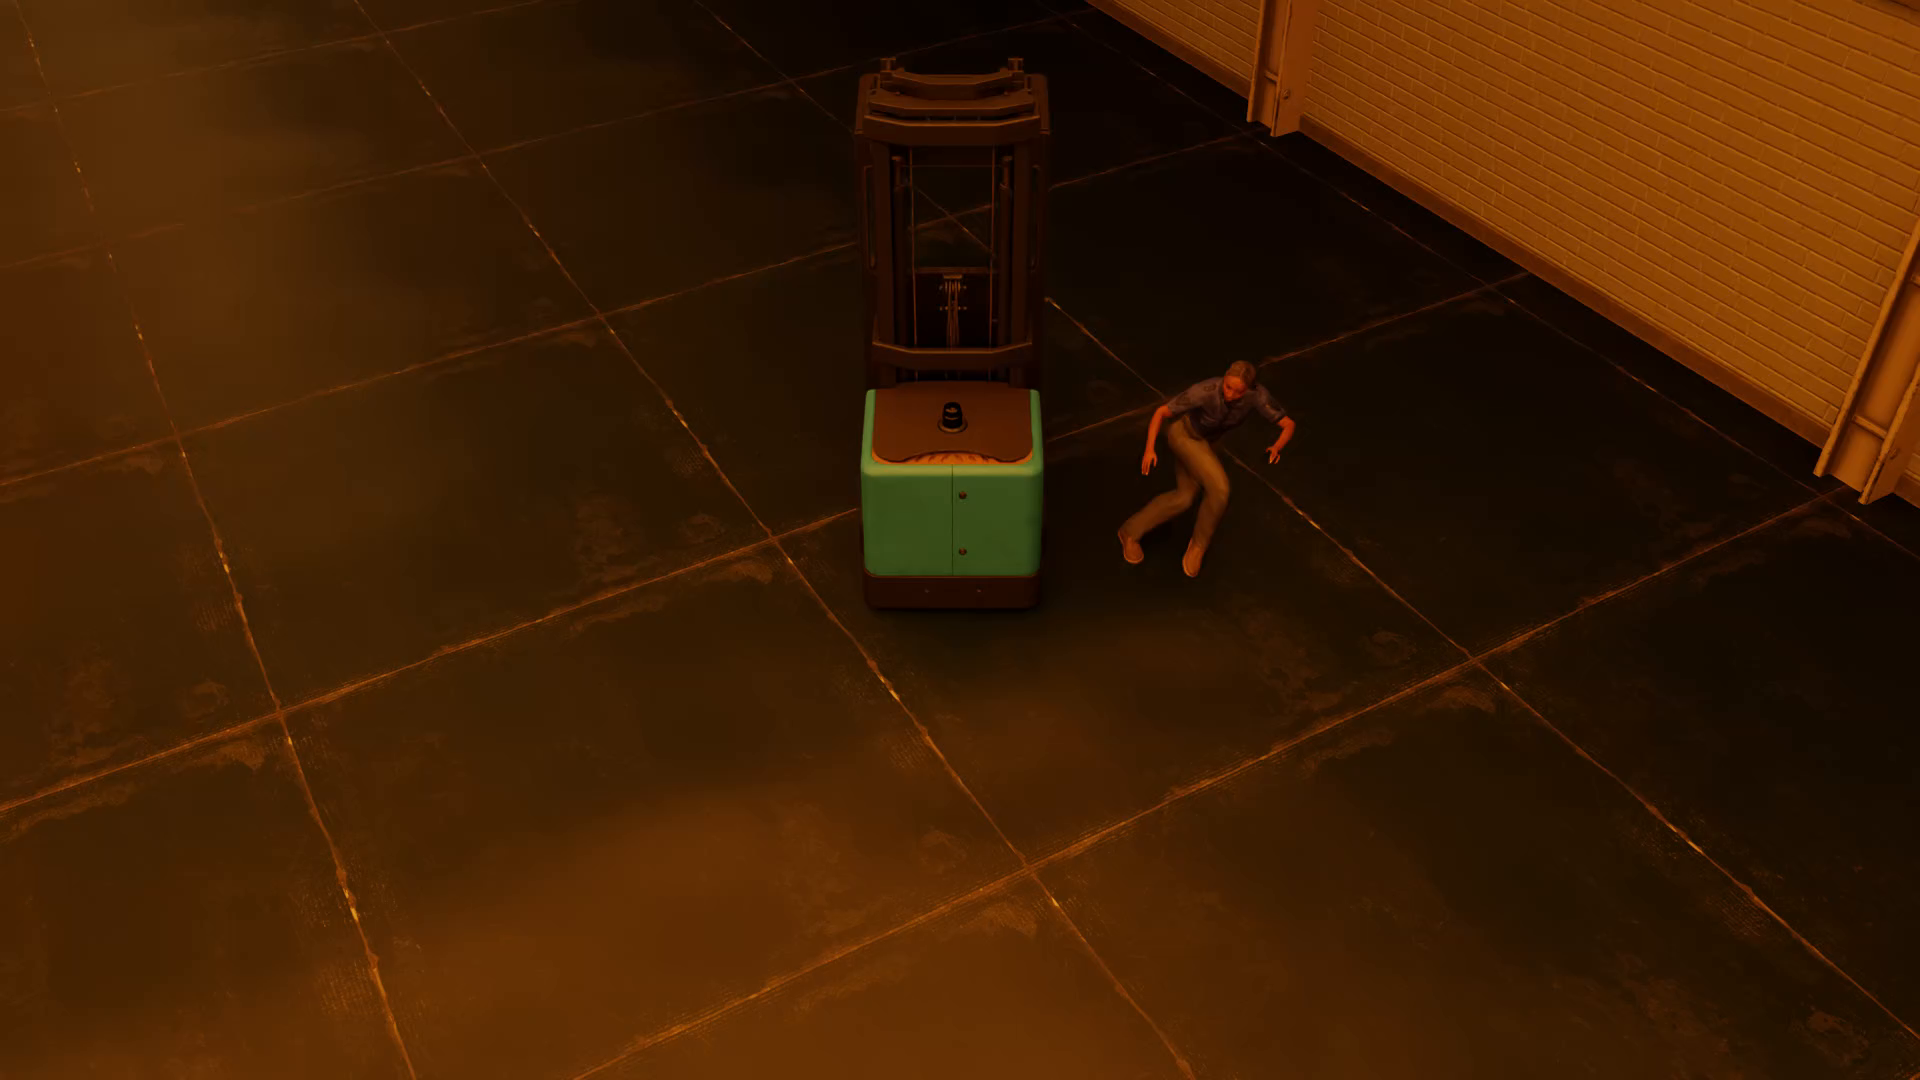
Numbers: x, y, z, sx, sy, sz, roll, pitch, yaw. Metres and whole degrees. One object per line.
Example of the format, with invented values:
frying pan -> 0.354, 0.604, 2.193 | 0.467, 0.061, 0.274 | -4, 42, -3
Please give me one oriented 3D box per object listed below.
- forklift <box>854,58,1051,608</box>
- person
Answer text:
forklift -> -0.041, -1.641, 10.014 | 1.130, 2.935, 3.031 | 0, 40, 0
person -> 1.440, -0.429, 9.736 | 0.909, 1.418, 0.858 | -21, 44, -23
